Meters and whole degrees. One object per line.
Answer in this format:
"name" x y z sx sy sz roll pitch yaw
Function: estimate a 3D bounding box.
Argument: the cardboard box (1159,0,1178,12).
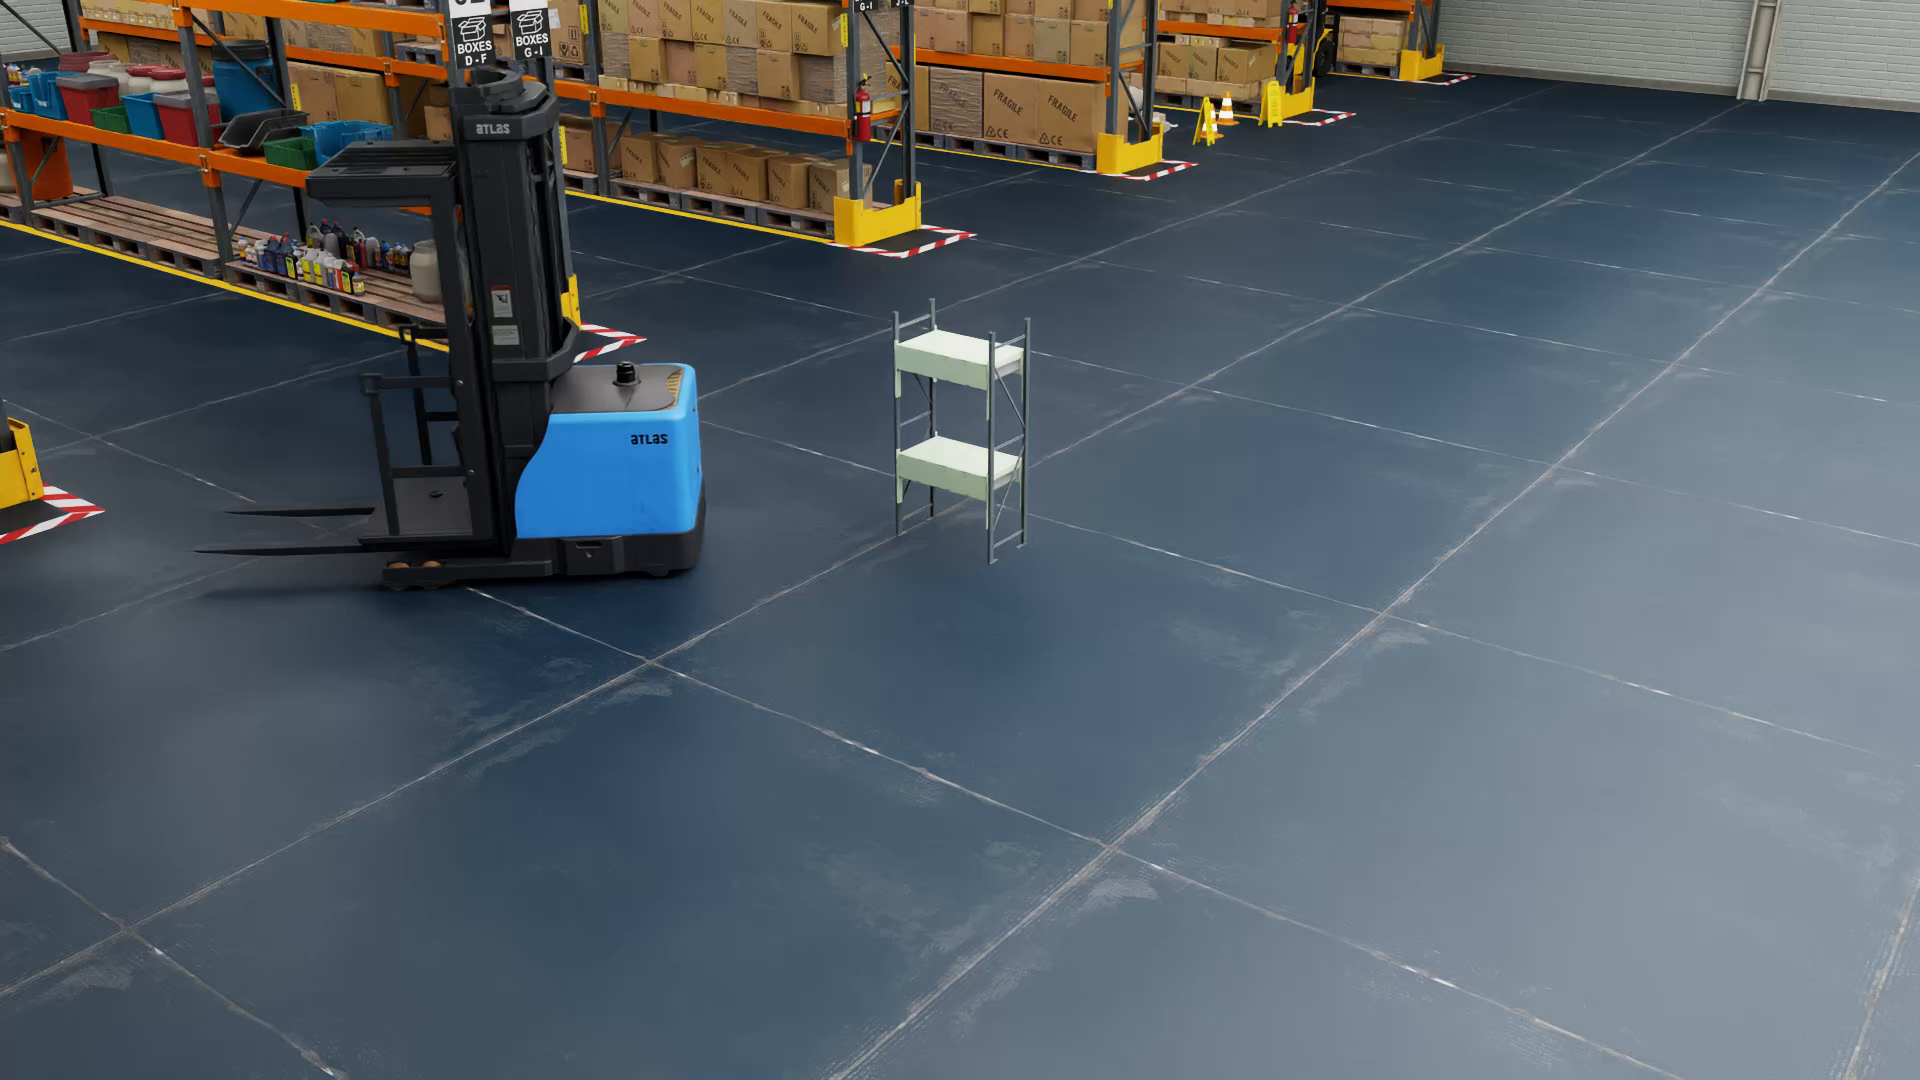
"cardboard box" 3.314 -8.530 25.896 0.500 0.500 0.500 17 29 34

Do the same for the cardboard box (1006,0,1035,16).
"cardboard box" 1.080 -7.258 21.978 0.550 0.550 0.875 17 29 33

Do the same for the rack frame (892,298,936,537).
"rack frame" -0.288 -0.773 10.645 0.023 1.500 0.400 17 29 33

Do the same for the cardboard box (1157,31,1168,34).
"cardboard box" 3.837 -9.920 31.969 0.625 0.625 0.875 16 29 33

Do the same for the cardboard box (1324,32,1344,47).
"cardboard box" 6.680 -8.957 29.628 0.500 0.250 0.500 16 28 32

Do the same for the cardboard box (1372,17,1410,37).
"cardboard box" 7.522 -8.937 28.962 0.500 0.250 0.500 18 29 35

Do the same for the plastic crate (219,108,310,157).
"plastic crate" -6.668 -3.908 15.977 0.504 0.338 0.767 17 29 33

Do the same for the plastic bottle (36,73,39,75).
"plastic bottle" -10.455 -5.174 18.928 0.135 0.276 0.152 17 29 33

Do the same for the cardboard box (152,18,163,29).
"cardboard box" -11.911 -7.800 25.045 0.250 0.149 0.380 16 29 32

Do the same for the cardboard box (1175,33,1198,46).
"cardboard box" 3.563 -7.809 25.908 0.250 0.149 0.380 18 30 35

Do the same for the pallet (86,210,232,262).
"pallet" -8.643 -3.300 17.978 1.213 0.211 1.003 17 29 33

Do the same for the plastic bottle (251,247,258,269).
"plastic bottle" -6.856 -2.757 16.213 0.097 0.201 0.097 0 24 0

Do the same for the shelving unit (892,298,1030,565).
"shelving unit" 0.005 -0.685 10.444 0.755 1.500 0.431 17 29 33

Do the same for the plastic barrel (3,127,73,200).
"plastic barrel" -10.613 -4.383 19.149 0.708 0.830 0.600 17 29 33

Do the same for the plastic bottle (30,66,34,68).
"plastic bottle" -10.814 -5.386 19.398 0.133 0.283 0.061 17 29 33

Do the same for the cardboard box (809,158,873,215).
"cardboard box" -1.329 -3.940 18.550 0.500 0.500 0.500 -20 31 -38

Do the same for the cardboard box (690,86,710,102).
"cardboard box" -2.840 -5.080 18.870 0.250 0.149 0.380 17 29 33

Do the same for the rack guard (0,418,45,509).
"rack guard" -6.765 -0.390 11.015 0.348 0.500 1.175 17 29 33

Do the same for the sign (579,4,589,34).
"sign" -4.370 -6.052 19.330 0.005 0.325 0.100 17 29 33

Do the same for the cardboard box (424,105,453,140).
"cardboard box" -6.693 -5.571 22.229 0.500 0.500 0.700 15 28 31

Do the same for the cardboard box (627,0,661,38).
"cardboard box" -3.432 -6.030 18.983 0.500 0.500 0.500 17 29 33

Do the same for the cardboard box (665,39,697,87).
"cardboard box" -2.878 -5.535 19.098 0.500 0.500 0.875 17 29 33

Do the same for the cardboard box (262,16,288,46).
"cardboard box" -9.421 -7.248 23.356 0.500 0.500 0.500 16 28 32

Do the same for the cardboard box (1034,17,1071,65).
"cardboard box" 1.439 -6.580 21.779 0.550 0.550 0.875 17 29 33

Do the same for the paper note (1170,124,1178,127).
"paper note" 3.154 -6.160 24.693 0.142 0.019 0.148 7 25 15

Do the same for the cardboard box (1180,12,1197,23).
"cardboard box" 3.611 -8.125 25.783 0.250 0.149 0.380 16 29 33

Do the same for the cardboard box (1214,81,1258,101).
"cardboard box" 4.277 -6.981 25.762 0.500 0.250 0.500 17 29 33

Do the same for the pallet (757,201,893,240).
"pallet" -1.529 -3.685 18.852 1.213 0.211 1.003 17 29 33

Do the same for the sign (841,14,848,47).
"sign" -1.188 -5.235 17.083 0.005 0.325 0.100 17 29 33

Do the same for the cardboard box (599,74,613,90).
"cardboard box" -4.049 -5.438 19.684 0.250 0.149 0.380 17 29 33

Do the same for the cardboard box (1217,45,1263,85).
"cardboard box" 4.306 -7.319 25.600 0.500 0.500 0.500 17 29 34

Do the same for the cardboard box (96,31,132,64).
"cardboard box" -13.082 -7.695 26.608 0.875 0.875 0.875 17 29 33

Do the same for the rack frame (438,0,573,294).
"rack frame" -3.810 -3.137 14.149 0.127 3.000 1.000 17 29 33

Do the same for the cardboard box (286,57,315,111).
"cardboard box" -9.202 -6.492 23.879 0.875 0.875 1.225 16 28 32

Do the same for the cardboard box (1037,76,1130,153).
"cardboard box" 1.634 -5.673 22.020 0.875 0.875 0.875 17 29 34

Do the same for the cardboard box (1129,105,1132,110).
"cardboard box" 2.180 -6.398 24.646 0.637 0.503 0.797 -1 24 -3

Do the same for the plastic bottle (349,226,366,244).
"plastic bottle" -5.911 -2.906 16.365 0.185 0.351 0.144 17 29 33

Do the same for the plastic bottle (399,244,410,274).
"plastic bottle" -5.348 -2.711 16.022 0.097 0.271 0.097 0 24 0

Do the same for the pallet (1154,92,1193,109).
"pallet" 3.442 -7.178 26.778 1.213 0.211 1.003 17 29 33

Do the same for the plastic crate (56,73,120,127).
"plastic crate" -9.102 -4.611 17.416 0.583 0.464 0.402 17 29 33

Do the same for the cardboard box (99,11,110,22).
"cardboard box" -13.145 -8.173 25.892 0.250 0.149 0.380 16 28 32

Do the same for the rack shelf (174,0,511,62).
"rack shelf" -5.410 -4.664 14.787 4.000 0.370 1.077 17 29 33

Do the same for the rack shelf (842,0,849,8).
"rack shelf" -2.440 -6.262 18.414 4.000 0.370 1.077 17 29 33

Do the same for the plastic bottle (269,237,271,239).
"plastic bottle" -6.680 -2.809 16.228 0.133 0.283 0.061 17 29 33

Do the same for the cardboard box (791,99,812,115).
"cardboard box" -1.622 -4.727 18.069 0.250 0.149 0.380 17 29 33

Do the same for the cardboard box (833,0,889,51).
"cardboard box" -1.116 -5.595 17.996 0.500 0.500 0.500 17 29 33

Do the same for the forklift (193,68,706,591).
"forklift" -3.157 -1.258 9.970 3.031 2.935 1.130 -2 24 -4

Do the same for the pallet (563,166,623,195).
"pallet" -4.664 -4.614 20.960 1.213 0.211 1.003 17 29 33

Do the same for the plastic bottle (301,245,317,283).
"plastic bottle" -6.123 -2.616 15.706 0.185 0.351 0.144 17 29 33

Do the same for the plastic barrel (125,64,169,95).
"plastic barrel" -8.578 -4.750 17.643 0.433 0.535 0.433 0 24 0

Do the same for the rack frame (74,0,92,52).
"rack frame" -13.643 -8.604 26.557 0.127 3.000 1.000 17 29 33

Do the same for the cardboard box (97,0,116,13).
"cardboard box" -13.001 -8.345 25.786 0.500 0.250 0.500 16 29 33

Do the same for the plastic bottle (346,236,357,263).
"plastic bottle" -5.952 -2.836 16.289 0.133 0.283 0.061 17 29 33
